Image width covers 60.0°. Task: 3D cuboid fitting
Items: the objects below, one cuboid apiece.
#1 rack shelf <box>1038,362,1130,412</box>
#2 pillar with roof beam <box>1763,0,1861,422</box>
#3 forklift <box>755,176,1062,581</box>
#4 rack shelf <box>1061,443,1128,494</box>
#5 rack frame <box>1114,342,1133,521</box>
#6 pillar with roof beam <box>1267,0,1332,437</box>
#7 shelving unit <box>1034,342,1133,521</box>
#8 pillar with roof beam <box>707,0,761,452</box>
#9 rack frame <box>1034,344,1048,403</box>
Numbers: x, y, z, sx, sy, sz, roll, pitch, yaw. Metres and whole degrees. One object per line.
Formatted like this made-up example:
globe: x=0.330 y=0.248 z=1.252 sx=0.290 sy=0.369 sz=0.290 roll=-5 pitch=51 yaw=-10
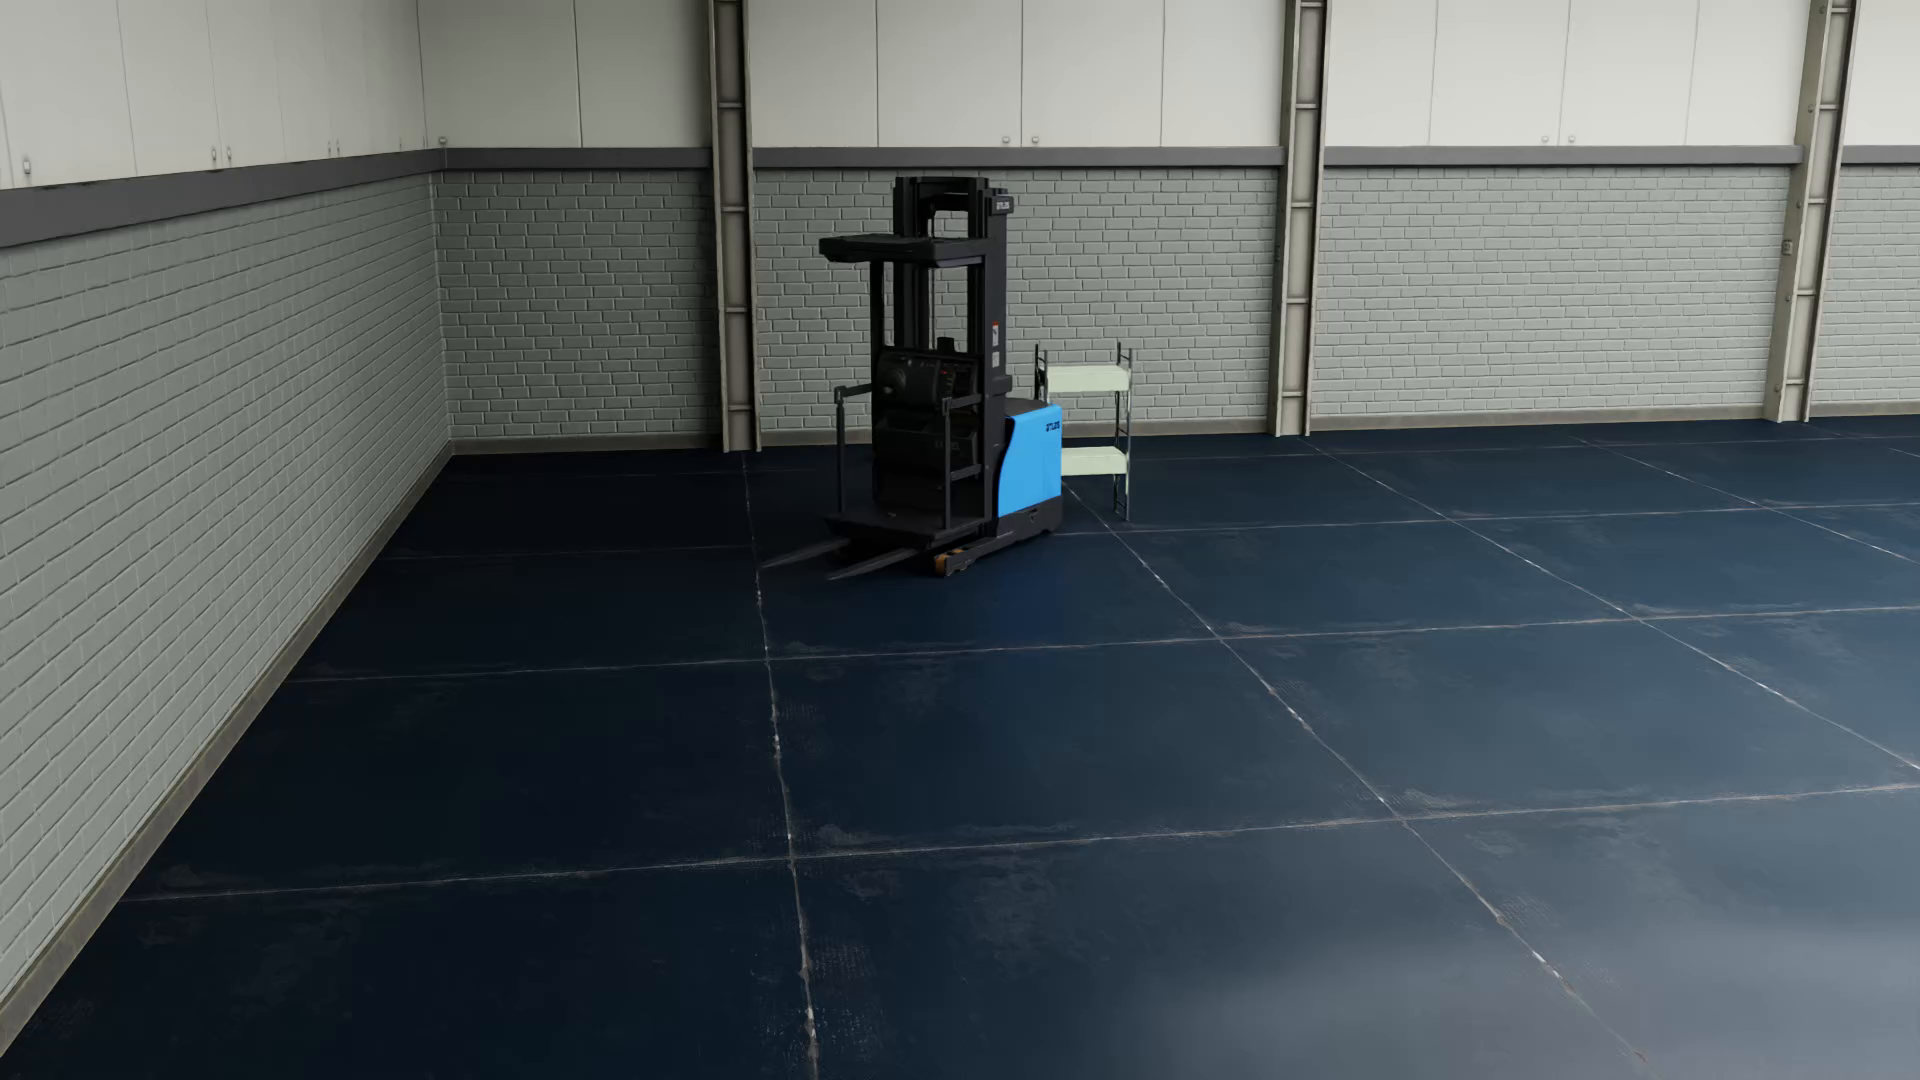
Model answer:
rack shelf: x=1.049 y=-1.300 z=14.219 sx=0.720 sy=0.370 sz=0.431 roll=-3 pitch=14 yaw=-10
pillar with roof beam: x=10.206 y=-4.724 z=14.060 sx=0.400 sy=9.000 sz=9.100 roll=-2 pitch=14 yaw=-8
forklift: x=-0.371 y=-1.276 z=12.784 sx=1.130 sy=2.935 sz=3.031 roll=9 pitch=17 yaw=32
rack shelf: x=1.049 y=-0.605 z=14.393 sx=0.720 sy=0.370 sz=0.431 roll=-3 pitch=14 yaw=-10
rack frame: x=1.409 y=-0.937 z=14.377 sx=0.023 sy=1.500 sz=0.400 roll=-3 pitch=14 yaw=-10
pillar with roof beam: x=4.273 y=-4.507 z=13.193 sx=0.400 sy=9.000 sz=9.100 roll=-2 pitch=14 yaw=-8
shelving unit: x=1.049 y=-0.922 z=14.314 sx=0.755 sy=1.500 sz=0.431 roll=-3 pitch=14 yaw=-10
pillar with roof beam: x=-1.661 y=-4.289 z=12.326 sx=0.400 sy=9.000 sz=9.100 roll=-2 pitch=14 yaw=-8
rack frame: x=0.689 y=-0.906 z=14.251 sx=0.023 sy=1.500 sz=0.400 roll=-3 pitch=14 yaw=-10
